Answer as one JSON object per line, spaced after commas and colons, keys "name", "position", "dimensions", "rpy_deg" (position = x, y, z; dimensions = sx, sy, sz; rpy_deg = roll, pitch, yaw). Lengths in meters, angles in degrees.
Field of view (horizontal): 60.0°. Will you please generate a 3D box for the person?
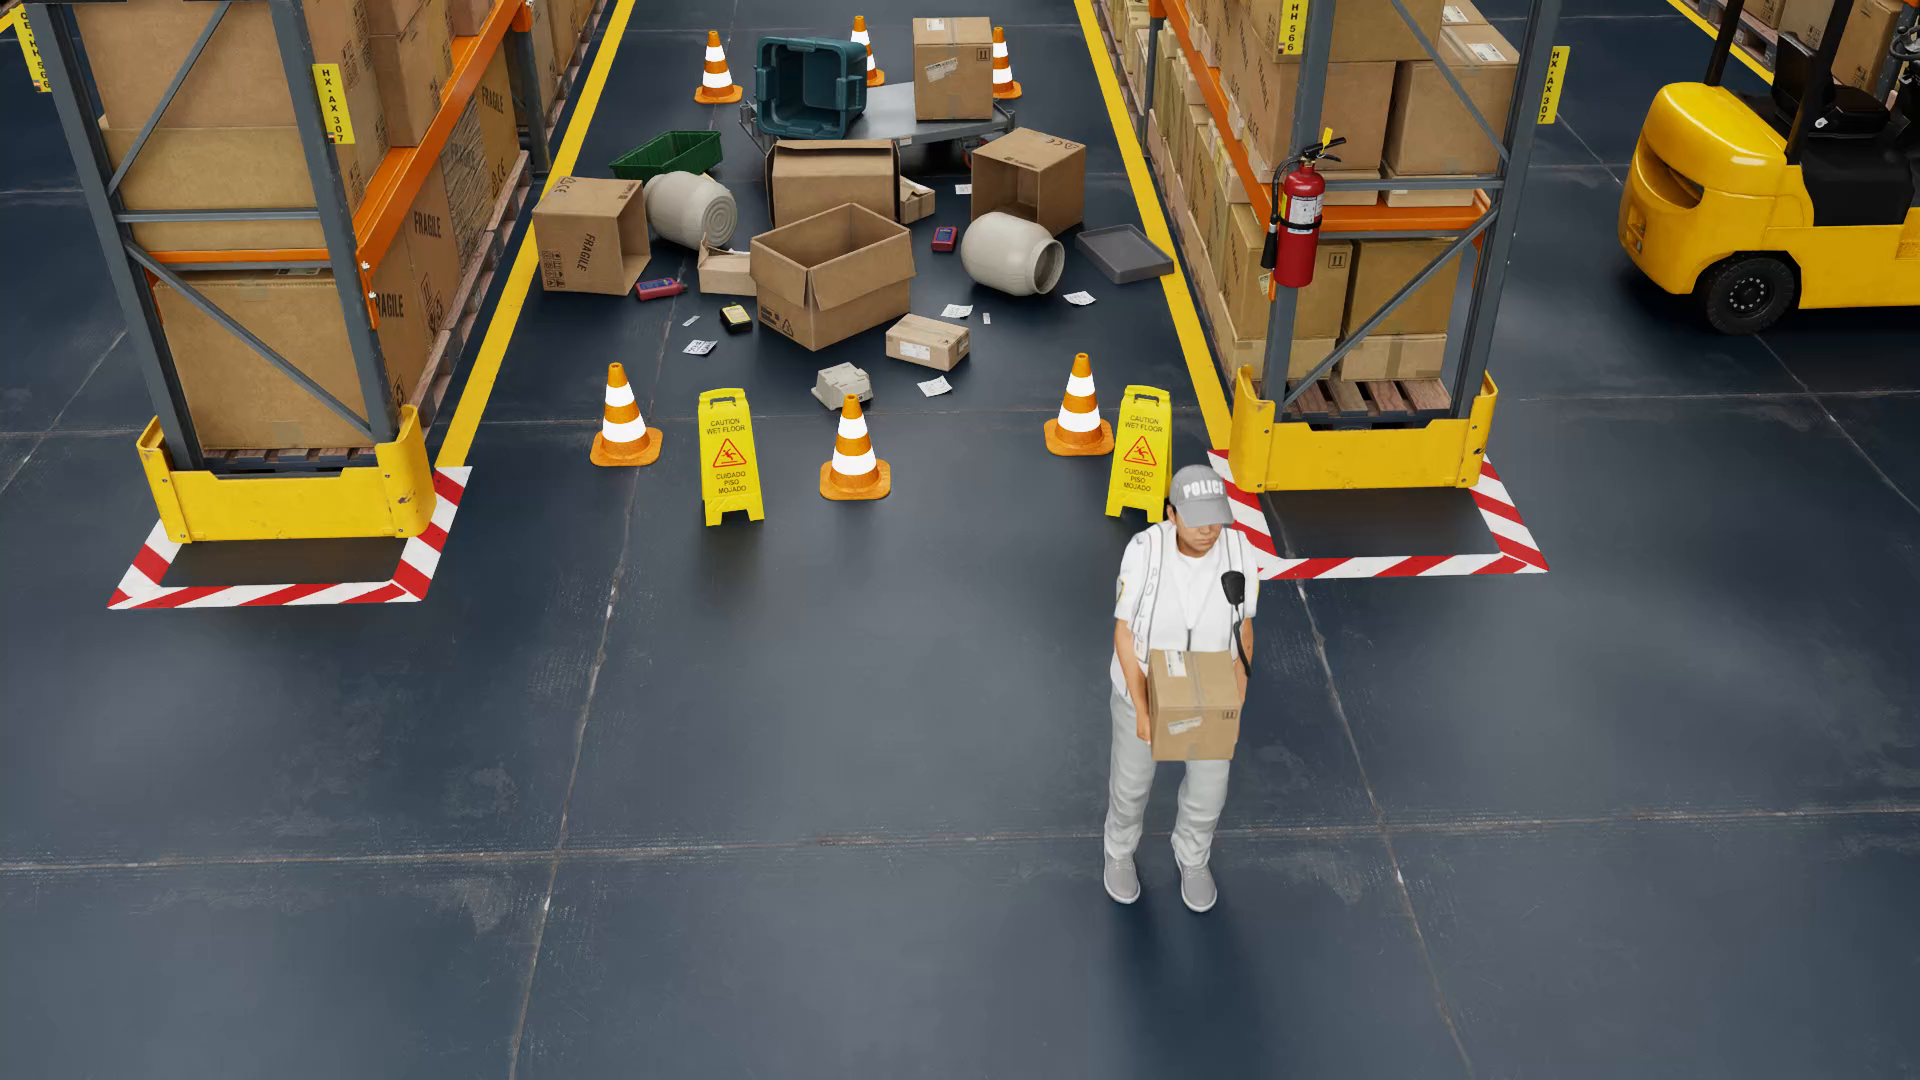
{"name": "person", "position": [0.718, 0.532, 5.407], "dimensions": [0.455, 1.657, 0.541], "rpy_deg": [-1, 35, -1]}
